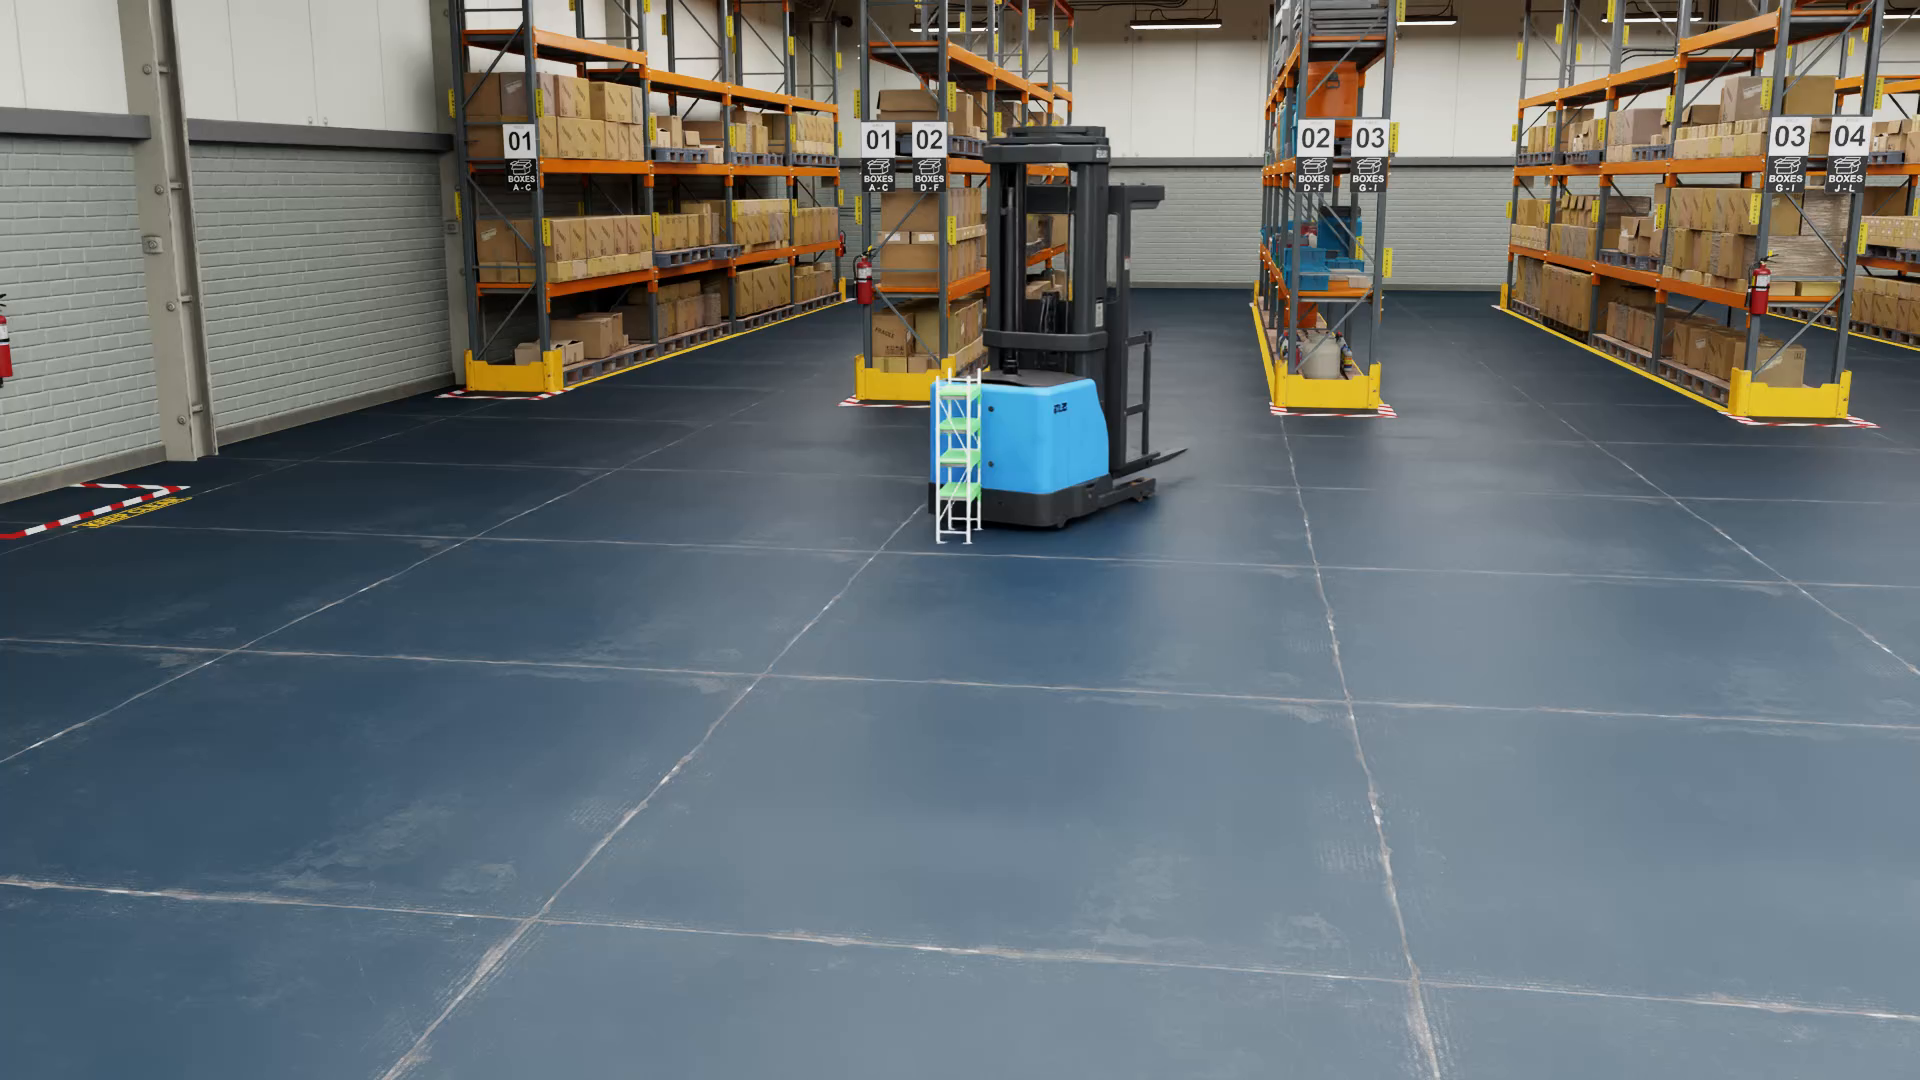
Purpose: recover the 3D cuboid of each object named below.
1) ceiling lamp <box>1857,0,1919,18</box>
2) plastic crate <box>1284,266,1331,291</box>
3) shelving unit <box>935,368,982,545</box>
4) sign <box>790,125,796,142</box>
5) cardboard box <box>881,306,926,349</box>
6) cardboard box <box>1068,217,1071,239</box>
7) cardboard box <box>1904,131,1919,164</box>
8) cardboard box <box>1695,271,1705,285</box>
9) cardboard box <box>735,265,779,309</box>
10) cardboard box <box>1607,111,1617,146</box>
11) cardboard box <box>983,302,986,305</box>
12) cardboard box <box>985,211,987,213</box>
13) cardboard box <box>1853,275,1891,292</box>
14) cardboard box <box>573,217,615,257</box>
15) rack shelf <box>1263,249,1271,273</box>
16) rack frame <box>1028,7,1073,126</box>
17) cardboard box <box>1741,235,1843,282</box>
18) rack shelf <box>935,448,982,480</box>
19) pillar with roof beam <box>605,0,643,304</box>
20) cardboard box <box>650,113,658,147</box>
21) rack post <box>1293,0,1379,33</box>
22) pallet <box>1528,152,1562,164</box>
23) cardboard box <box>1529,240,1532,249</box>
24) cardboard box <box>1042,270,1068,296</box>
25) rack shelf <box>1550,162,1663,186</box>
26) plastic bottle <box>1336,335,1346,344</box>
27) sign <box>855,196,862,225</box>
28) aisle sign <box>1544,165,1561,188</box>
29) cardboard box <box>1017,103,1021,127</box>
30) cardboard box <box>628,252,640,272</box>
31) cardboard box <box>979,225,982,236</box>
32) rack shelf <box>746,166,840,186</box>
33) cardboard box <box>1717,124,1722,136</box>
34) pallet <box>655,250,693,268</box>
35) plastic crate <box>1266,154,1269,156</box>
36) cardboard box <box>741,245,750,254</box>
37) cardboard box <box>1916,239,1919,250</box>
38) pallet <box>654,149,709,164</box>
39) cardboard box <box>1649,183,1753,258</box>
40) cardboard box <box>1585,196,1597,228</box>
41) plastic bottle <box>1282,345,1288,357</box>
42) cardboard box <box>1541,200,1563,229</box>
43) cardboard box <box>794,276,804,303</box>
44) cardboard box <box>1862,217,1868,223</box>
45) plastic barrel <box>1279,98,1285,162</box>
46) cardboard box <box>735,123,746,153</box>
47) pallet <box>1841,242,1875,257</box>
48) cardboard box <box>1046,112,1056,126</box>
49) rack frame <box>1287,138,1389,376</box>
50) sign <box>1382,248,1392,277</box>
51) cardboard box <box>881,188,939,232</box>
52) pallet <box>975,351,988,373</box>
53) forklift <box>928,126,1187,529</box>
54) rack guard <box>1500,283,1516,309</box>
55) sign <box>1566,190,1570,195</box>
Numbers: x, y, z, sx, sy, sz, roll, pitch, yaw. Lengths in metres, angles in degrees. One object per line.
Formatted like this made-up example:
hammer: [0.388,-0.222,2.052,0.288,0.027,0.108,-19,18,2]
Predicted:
ceiling lamp: [19.414,-12.269,33.709,2.000,3.185,0.800,2,12,9]
plastic crate: [4.032,-3.038,19.322,0.499,0.251,0.616,2,12,9]
shelving unit: [-0.008,-0.610,11.978,0.258,1.200,0.503,2,12,9]
sign: [-3.156,-7.673,31.383,0.100,0.325,0.005,2,12,9]
cardboard box: [-0.716,-2.716,21.224,0.500,0.500,0.500,2,12,9]
cardboard box: [2.017,-6.435,34.497,0.500,0.500,0.500,2,12,10]
cardboard box: [15.242,-6.171,26.148,0.500,0.500,0.500,2,12,9]
cardboard box: [9.212,-3.198,20.310,0.380,0.149,0.250,2,12,9]
cardboard box: [-3.799,-4.645,30.535,0.750,0.750,0.750,2,12,10]
cardboard box: [10.048,-6.172,24.966,0.500,0.500,0.500,2,12,9]
cardboard box: [0.442,-3.416,24.921,0.500,0.311,0.500,1,12,7]
cardboard box: [0.865,-5.673,29.965,0.700,0.500,0.500,4,13,18]
cardboard box: [15.501,-4.357,28.247,0.500,0.250,0.500,1,12,6]
cardboard box: [-4.929,-4.028,22.093,0.500,0.500,0.500,2,12,10]
rack shelf: [5.788,-4.727,28.513,1.077,0.370,4.000,2,12,9]
rack frame: [1.817,-9.421,34.349,1.000,3.000,0.127,2,12,9]
cardboard box: [9.256,-3.144,18.519,0.875,0.500,0.500,2,12,9]
rack shelf: [-0.008,-0.548,11.991,0.258,0.148,0.480,2,12,9]
pillar with roof beam: [-1.109,-7.534,25.590,9.100,9.000,0.400,2,12,9]
cardboard box: [-4.761,-5.982,24.277,0.500,0.500,0.500,4,13,17]
rack post: [4.517,-6.297,20.030,0.937,0.300,0.954,2,12,8]
pallet: [11.316,-7.180,31.282,1.003,0.211,1.213,2,12,9]
cardboard box: [10.910,-5.553,31.236,0.380,0.149,0.250,2,12,8]
cardboard box: [1.977,-5.361,34.636,0.500,0.500,0.500,2,12,9]
rack shelf: [10.682,-6.032,27.453,1.077,0.370,4.000,2,12,9]
plastic bottle: [4.972,-2.499,21.712,0.144,0.351,0.185,2,12,8]
sign: [-1.178,-3.860,19.475,0.100,0.325,0.005,2,12,9]
aisle sign: [11.913,-7.443,33.239,0.394,0.787,0.004,2,12,9]
cardboard box: [0.739,-7.024,27.735,0.500,0.500,0.500,2,12,9]
cardboard box: [-4.782,-3.875,23.162,0.500,0.250,0.500,2,12,9]
cardboard box: [0.101,-4.242,22.778,0.380,0.149,0.250,2,12,7]
rack shelf: [-3.386,-7.347,33.550,1.077,0.370,4.000,2,12,9]
cardboard box: [9.236,-4.872,19.768,0.380,0.149,0.250,2,12,10]
pallet: [-4.662,-4.211,24.868,1.003,0.211,1.213,2,12,9]
plastic crate: [5.920,-7.079,30.998,0.416,0.233,0.300,2,12,9]
cardboard box: [-3.857,-5.036,28.789,0.380,0.149,0.250,2,12,10]
cardboard box: [14.882,-4.520,25.445,0.380,0.149,0.250,2,12,10]
pallet: [-4.567,-5.866,25.418,1.213,0.211,1.003,2,12,9]
cardboard box: [10.020,-4.328,22.536,1.000,1.000,1.000,2,12,9]
cardboard box: [10.606,-5.328,26.978,0.797,0.503,0.637,2,12,10]
plastic bottle: [4.165,-2.328,21.098,0.152,0.276,0.135,2,12,9]
cardboard box: [10.796,-5.877,30.014,0.500,0.500,0.500,2,12,10]
cardboard box: [-3.477,-4.951,32.785,0.700,0.500,0.500,2,12,9]
cardboard box: [15.241,-5.295,27.631,0.380,0.149,0.250,2,12,8]
plastic barrel: [4.930,-5.926,24.060,0.600,0.901,0.708,2,12,9]
cardboard box: [-4.163,-7.043,29.151,0.700,0.500,0.500,3,12,12]
pallet: [15.614,-4.904,28.085,1.003,0.211,1.213,2,12,9]
cardboard box: [1.456,-7.862,31.623,0.700,0.500,0.500,2,12,9]
rack frame: [4.250,-2.997,18.778,1.000,3.000,0.127,2,12,9]
sign: [4.793,-3.113,18.662,0.100,0.325,0.005,2,12,9]
cardboard box: [-0.551,-3.949,19.879,0.700,0.500,0.500,2,12,9]
pallet: [-0.192,-2.463,22.922,1.003,0.211,1.213,2,12,9]
forklift: [0.943,-1.782,13.303,1.130,2.935,3.031,7,14,30]
rack guard: [11.609,-4.950,33.775,1.175,0.500,0.348,2,12,9]
sign: [12.139,-6.828,33.246,0.100,0.325,0.005,2,12,9]
